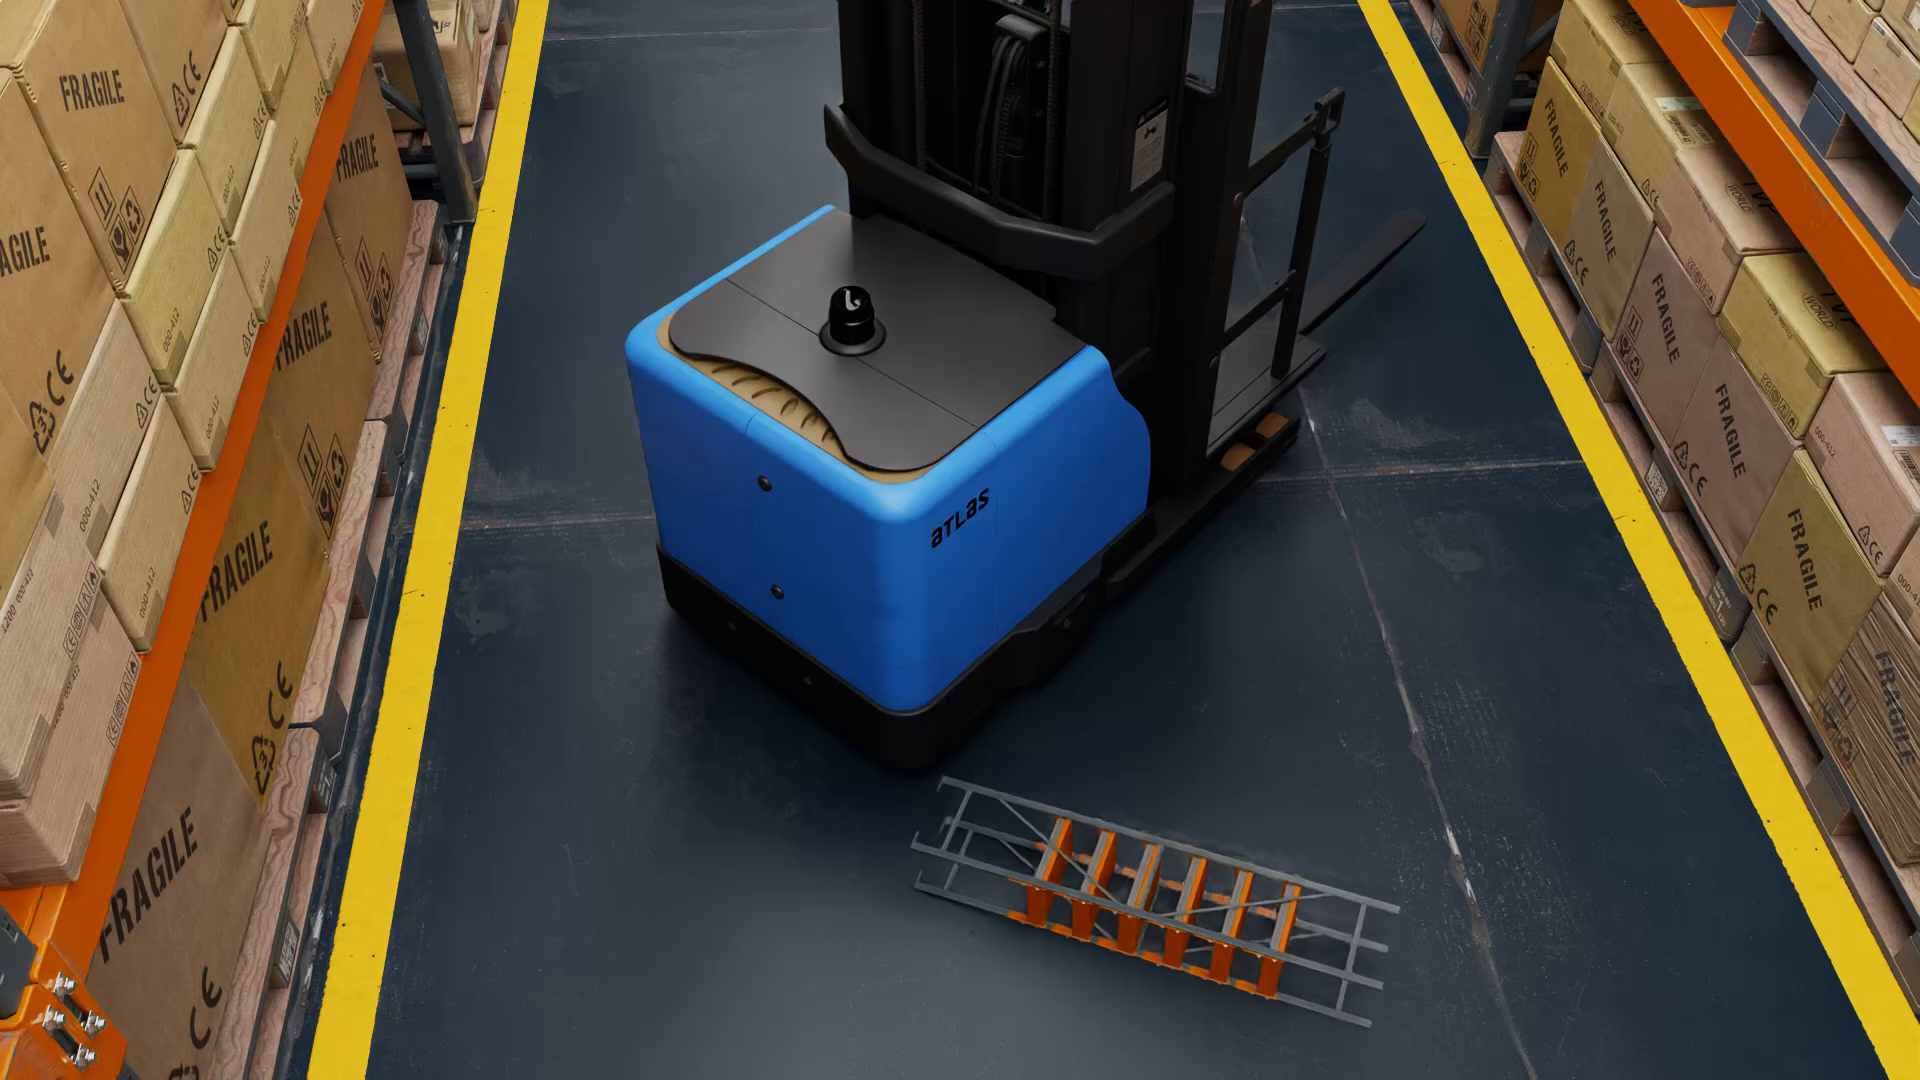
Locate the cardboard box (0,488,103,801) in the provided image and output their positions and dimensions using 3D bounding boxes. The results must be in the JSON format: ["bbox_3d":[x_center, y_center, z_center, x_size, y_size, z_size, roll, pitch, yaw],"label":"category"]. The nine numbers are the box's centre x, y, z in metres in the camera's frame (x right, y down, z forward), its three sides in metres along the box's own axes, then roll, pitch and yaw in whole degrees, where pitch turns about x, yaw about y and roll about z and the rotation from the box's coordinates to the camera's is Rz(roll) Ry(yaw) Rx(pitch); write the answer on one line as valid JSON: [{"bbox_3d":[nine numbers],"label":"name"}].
[{"bbox_3d":[-1.790,0.180,2.773,0.500,0.250,0.500,-5,47,-4],"label":"cardboard box"}]

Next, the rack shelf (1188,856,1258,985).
[{"bbox_3d":[0.661,0.952,4.173,0.103,0.180,0.258,14,48,15],"label":"rack shelf"}]

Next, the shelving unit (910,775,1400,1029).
[{"bbox_3d":[0.478,0.907,4.225,1.200,0.189,0.258,14,48,15],"label":"shelving unit"}]

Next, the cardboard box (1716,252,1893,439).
[{"bbox_3d":[2.488,-0.559,4.629,0.500,0.250,0.500,-5,47,-5],"label":"cardboard box"}]

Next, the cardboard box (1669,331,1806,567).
[{"bbox_3d":[2.496,-0.286,4.887,0.500,0.500,0.500,-4,47,-4],"label":"cardboard box"}]

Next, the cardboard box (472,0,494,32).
[{"bbox_3d":[-2.476,-2.442,7.018,0.950,0.372,0.625,-4,47,-4],"label":"cardboard box"}]

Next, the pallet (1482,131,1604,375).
[{"bbox_3d":[2.619,-1.108,6.154,1.003,0.211,1.213,-3,47,-3],"label":"pallet"}]

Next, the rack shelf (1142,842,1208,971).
[{"bbox_3d":[0.549,0.924,4.205,0.103,0.180,0.258,14,48,15],"label":"rack shelf"}]

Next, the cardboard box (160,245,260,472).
[{"bbox_3d":[-1.880,-0.393,3.660,0.500,0.250,0.500,-4,47,-4],"label":"cardboard box"}]

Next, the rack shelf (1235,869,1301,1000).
[{"bbox_3d":[0.773,0.980,4.141,0.103,0.180,0.258,14,48,15],"label":"rack shelf"}]

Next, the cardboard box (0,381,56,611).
[{"bbox_3d":[-1.784,-0.079,2.501,0.500,0.500,0.500,-3,47,-3],"label":"cardboard box"}]

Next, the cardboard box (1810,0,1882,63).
[{"bbox_3d":[2.505,-1.395,4.389,0.380,0.149,0.250,-3,47,-3],"label":"cardboard box"}]

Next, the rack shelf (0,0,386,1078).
[{"bbox_3d":[-2.202,-0.564,4.214,1.077,0.370,4.000,-3,47,-3],"label":"rack shelf"}]

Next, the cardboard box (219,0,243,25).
[{"bbox_3d":[-1.979,-1.548,3.893,0.500,0.500,0.500,-3,47,-3],"label":"cardboard box"}]

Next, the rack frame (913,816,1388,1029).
[{"bbox_3d":[0.480,0.971,4.290,1.200,0.006,0.240,14,48,15],"label":"rack frame"}]

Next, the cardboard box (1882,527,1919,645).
[{"bbox_3d":[2.576,0.195,3.915,0.500,0.250,0.500,-5,47,-4],"label":"cardboard box"}]

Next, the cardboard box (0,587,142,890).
[{"bbox_3d":[-1.808,0.353,2.953,0.500,0.250,0.500,-4,47,-4],"label":"cardboard box"}]

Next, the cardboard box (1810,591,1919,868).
[{"bbox_3d":[2.577,0.456,4.184,0.500,0.500,0.500,-4,47,-4],"label":"cardboard box"}]

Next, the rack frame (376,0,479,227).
[{"bbox_3d":[-2.369,-2.259,5.323,1.000,3.000,0.127,-3,47,-3],"label":"rack frame"}]

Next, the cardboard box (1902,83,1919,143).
[{"bbox_3d":[2.547,-1.014,4.028,0.380,0.149,0.250,-2,47,-2],"label":"cardboard box"}]

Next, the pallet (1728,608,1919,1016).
[{"bbox_3d":[2.823,0.657,4.482,1.003,0.211,1.213,-3,47,-3],"label":"pallet"}]

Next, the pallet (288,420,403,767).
[{"bbox_3d":[-2.279,0.156,4.957,1.003,0.211,1.213,-3,47,-3],"label":"pallet"}]

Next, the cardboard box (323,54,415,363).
[{"bbox_3d":[-2.394,-1.168,5.464,0.875,0.875,0.875,-4,47,-4],"label":"cardboard box"}]

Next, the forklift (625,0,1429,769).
[{"bbox_3d":[0.464,-1.376,4.535,1.130,2.935,3.031,32,55,27],"label":"forklift"}]

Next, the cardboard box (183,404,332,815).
[{"bbox_3d":[-2.249,0.125,4.240,0.875,0.875,0.875,-2,47,-2],"label":"cardboard box"}]

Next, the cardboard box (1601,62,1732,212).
[{"bbox_3d":[2.414,-1.295,5.326,0.500,0.250,0.500,-4,47,-4],"label":"cardboard box"}]

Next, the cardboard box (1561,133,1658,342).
[{"bbox_3d":[2.406,-1.027,5.589,0.500,0.500,0.500,-3,47,-3],"label":"cardboard box"}]

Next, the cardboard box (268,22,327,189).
[{"bbox_3d":[-1.983,-1.123,4.351,0.500,0.250,0.500,-4,47,-4],"label":"cardboard box"}]

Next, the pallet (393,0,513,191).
[{"bbox_3d":[-2.433,-1.865,6.871,1.003,0.211,1.213,-3,47,-3],"label":"pallet"}]

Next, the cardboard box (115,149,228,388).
[{"bbox_3d":[-1.877,-0.563,3.476,0.500,0.250,0.500,-3,47,-3],"label":"cardboard box"}]

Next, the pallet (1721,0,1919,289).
[{"bbox_3d":[2.762,-1.137,4.393,1.003,0.211,1.213,-3,47,-3],"label":"pallet"}]

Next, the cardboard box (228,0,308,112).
[{"bbox_3d":[-1.965,-1.304,4.178,0.500,0.250,0.500,-5,47,-4],"label":"cardboard box"}]

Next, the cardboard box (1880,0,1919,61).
[{"bbox_3d":[2.531,-1.304,4.098,0.380,0.149,0.250,-2,47,-2],"label":"cardboard box"}]

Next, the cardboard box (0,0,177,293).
[{"bbox_3d":[-1.894,-0.808,3.192,0.500,0.500,0.500,-5,47,-4],"label":"cardboard box"}]
